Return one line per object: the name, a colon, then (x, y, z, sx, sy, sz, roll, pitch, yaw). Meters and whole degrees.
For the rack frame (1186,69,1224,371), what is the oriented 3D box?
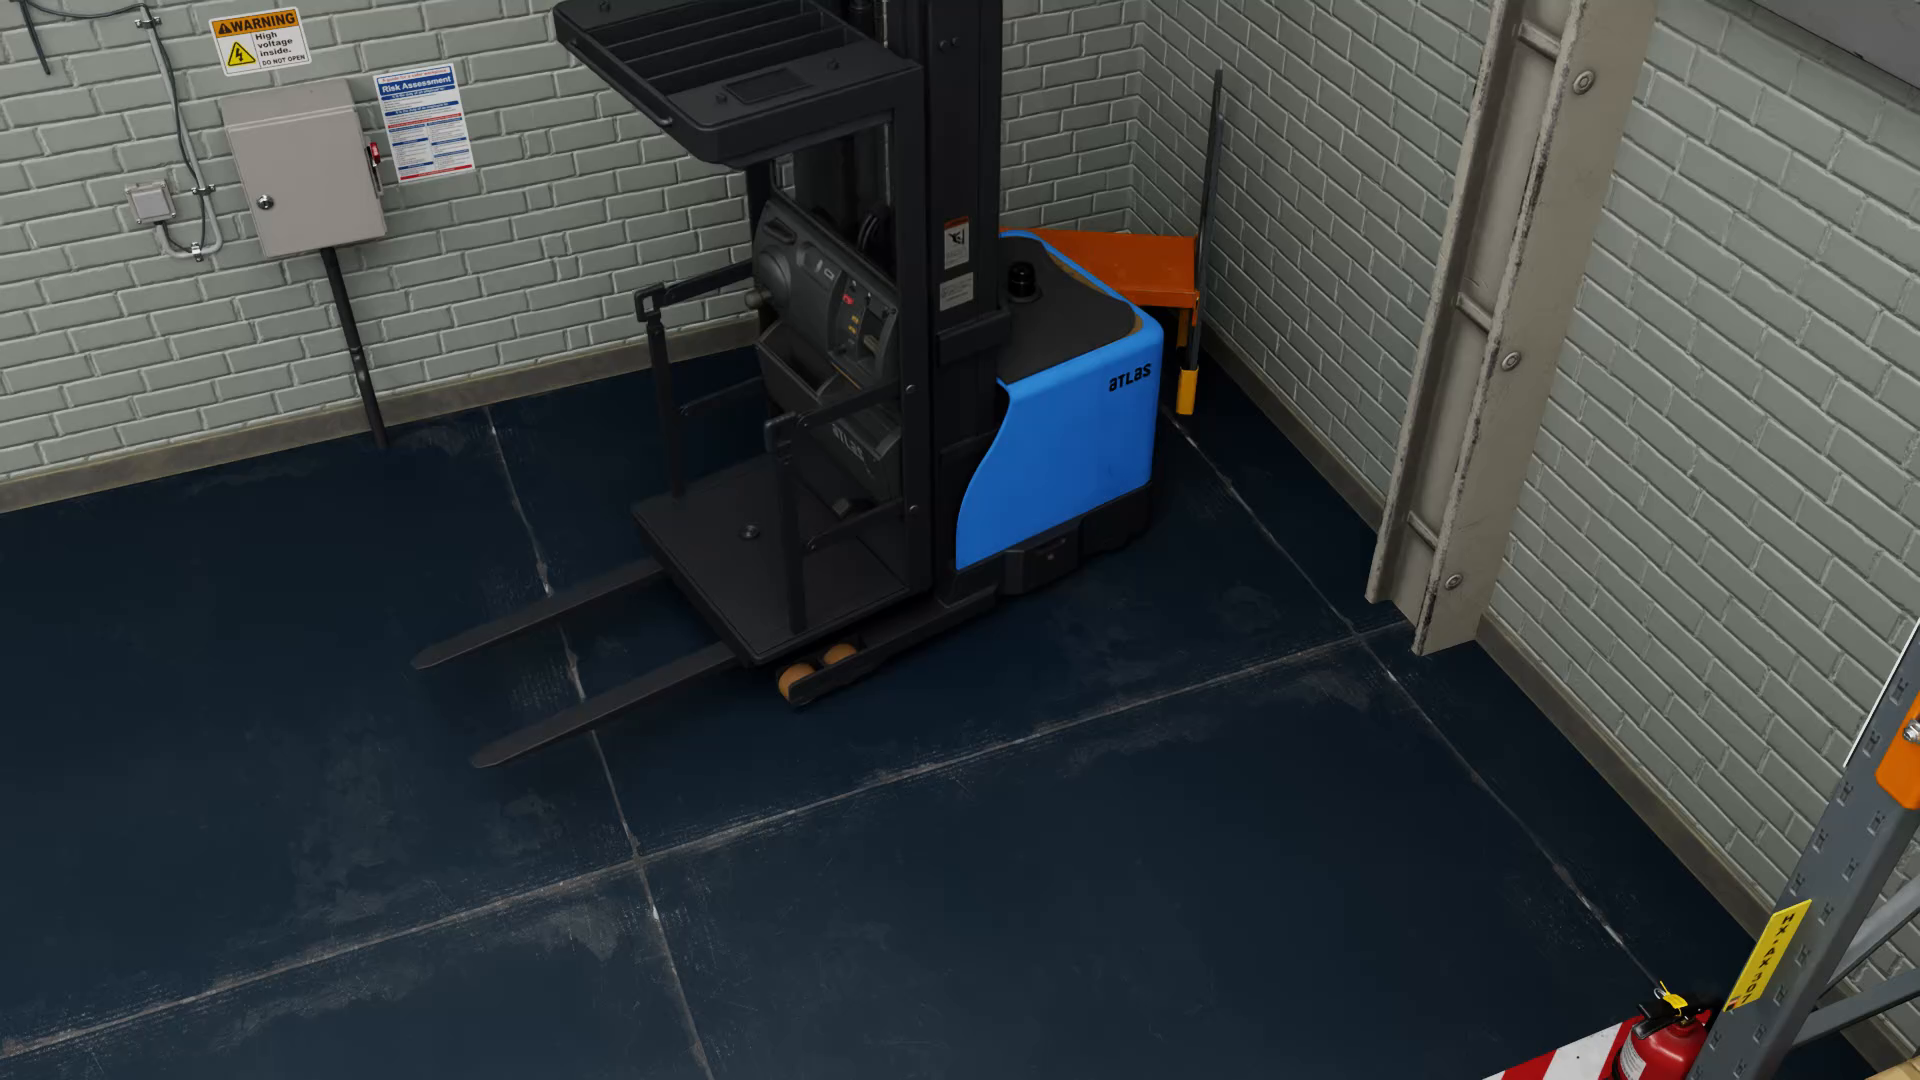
rack frame: (1.123, -1.358, 7.678, 0.032, 1.500, 0.500, 4, 41, 5)

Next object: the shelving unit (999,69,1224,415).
shelving unit: (0.609, -1.393, 7.719, 1.083, 1.500, 0.587, 4, 41, 5)

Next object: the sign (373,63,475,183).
sign: (-2.278, -1.774, 7.085, 0.329, 0.494, 0.001, -15, 43, -17)

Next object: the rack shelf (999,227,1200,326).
rack shelf: (0.618, -1.256, 7.836, 1.000, 0.185, 0.538, 4, 41, 5)

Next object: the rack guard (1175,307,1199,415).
rack guard: (1.104, -0.885, 8.087, 0.087, 0.250, 0.587, 4, 41, 5)

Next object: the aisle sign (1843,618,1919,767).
aisle sign: (1.815, 0.071, 2.873, 0.394, 0.787, 0.004, -15, 43, -17)

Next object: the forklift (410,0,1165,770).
forklift: (-0.672, -0.860, 6.002, 3.031, 2.935, 1.130, -24, 46, -25)

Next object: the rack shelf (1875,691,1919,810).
rack shelf: (2.877, 1.365, 1.613, 1.077, 0.370, 4.000, -15, 43, -17)

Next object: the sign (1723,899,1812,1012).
sign: (1.611, 0.832, 3.318, 0.100, 0.325, 0.005, -15, 43, -17)

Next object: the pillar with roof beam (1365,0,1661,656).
pillar with roof beam: (-2.064, -2.025, 2.703, 9.100, 9.000, 0.400, -15, 43, -17)

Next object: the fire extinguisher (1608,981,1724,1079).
fire extinguisher: (1.629, 1.222, 3.873, 0.296, 0.674, 0.183, -15, 43, -17)

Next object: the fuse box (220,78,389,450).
fuse box: (-2.655, -1.073, 7.186, 0.539, 1.711, 0.414, -15, 43, -17)

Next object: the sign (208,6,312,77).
sign: (-2.785, -1.986, 6.625, 0.339, 0.242, 0.001, -15, 43, -17)

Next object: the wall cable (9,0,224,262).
wall cable: (-3.346, -1.872, 6.347, 0.588, 1.984, 0.122, -15, 43, -17)
